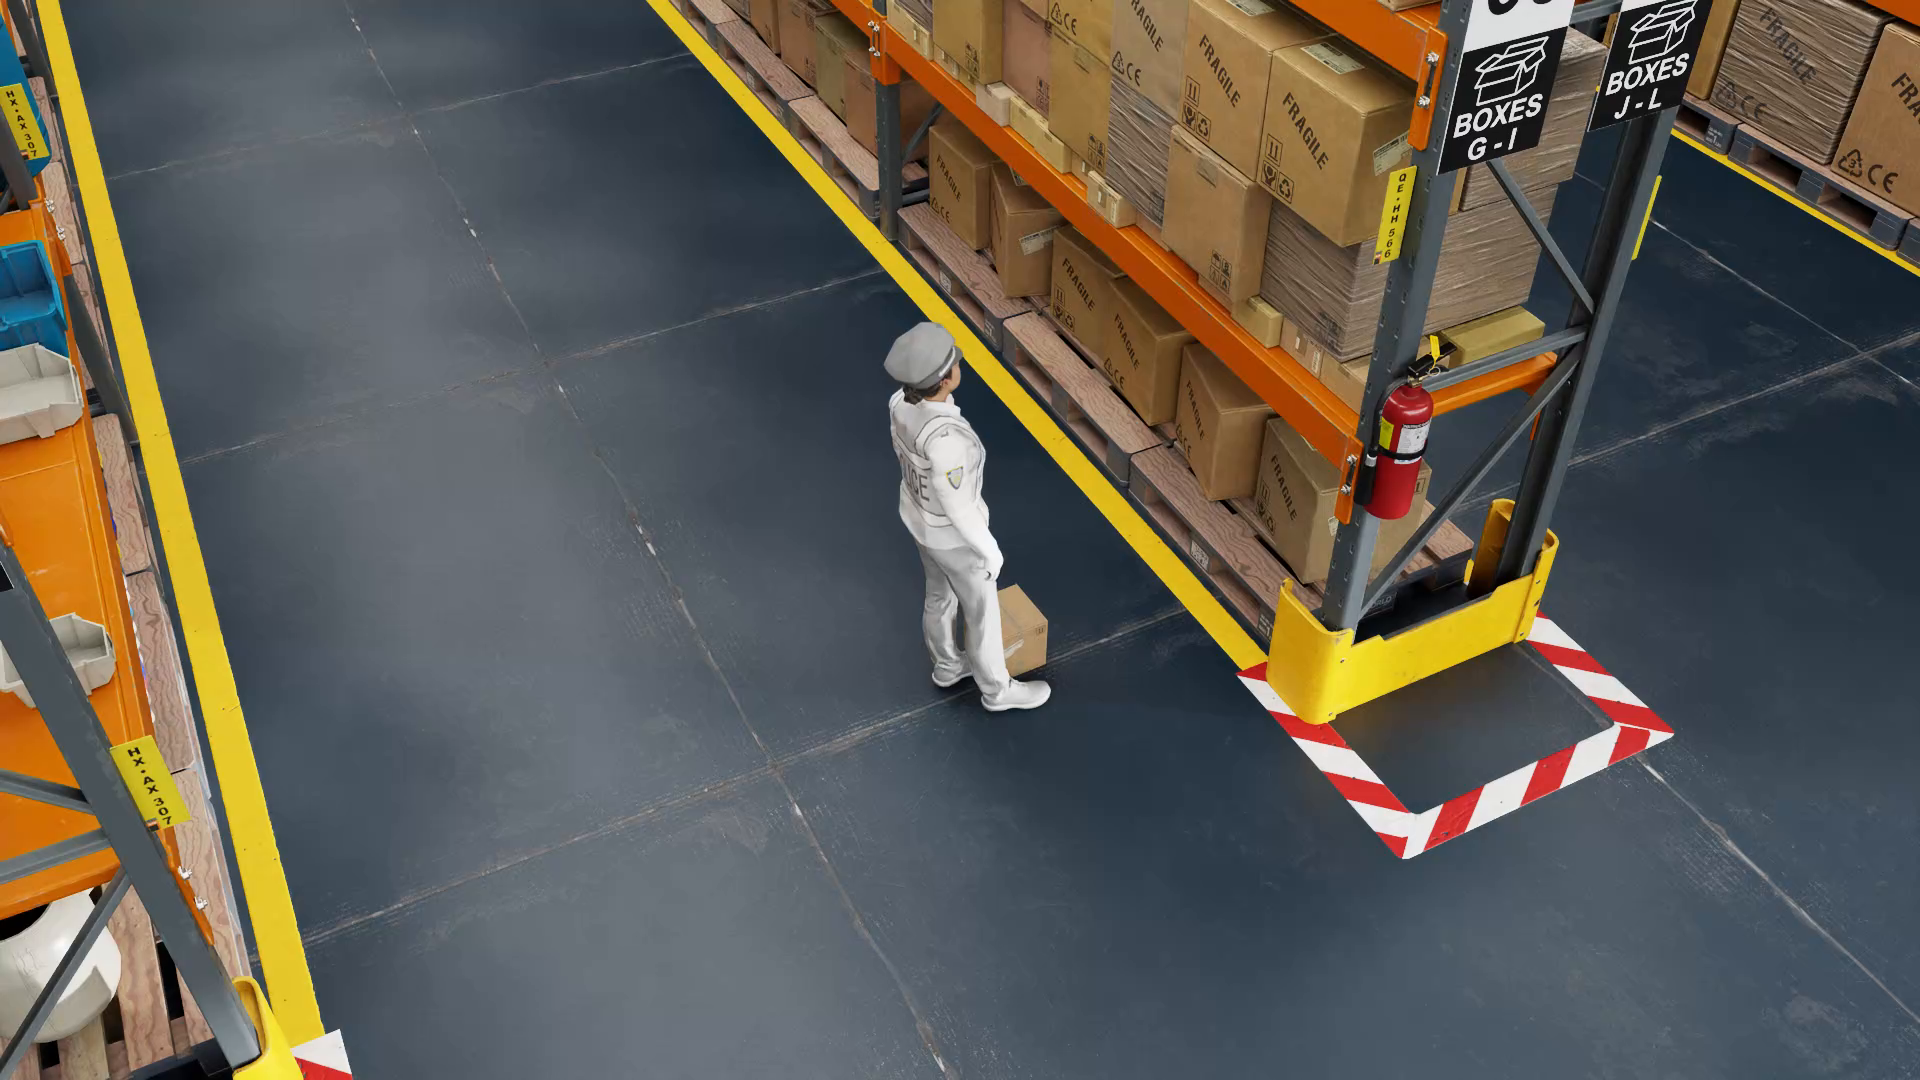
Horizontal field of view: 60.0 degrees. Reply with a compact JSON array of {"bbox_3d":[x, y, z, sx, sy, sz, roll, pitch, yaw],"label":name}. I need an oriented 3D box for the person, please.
[{"bbox_3d":[0.015,-0.082,6.213,0.531,1.695,0.587,-19,45,-20],"label":"person"}]
